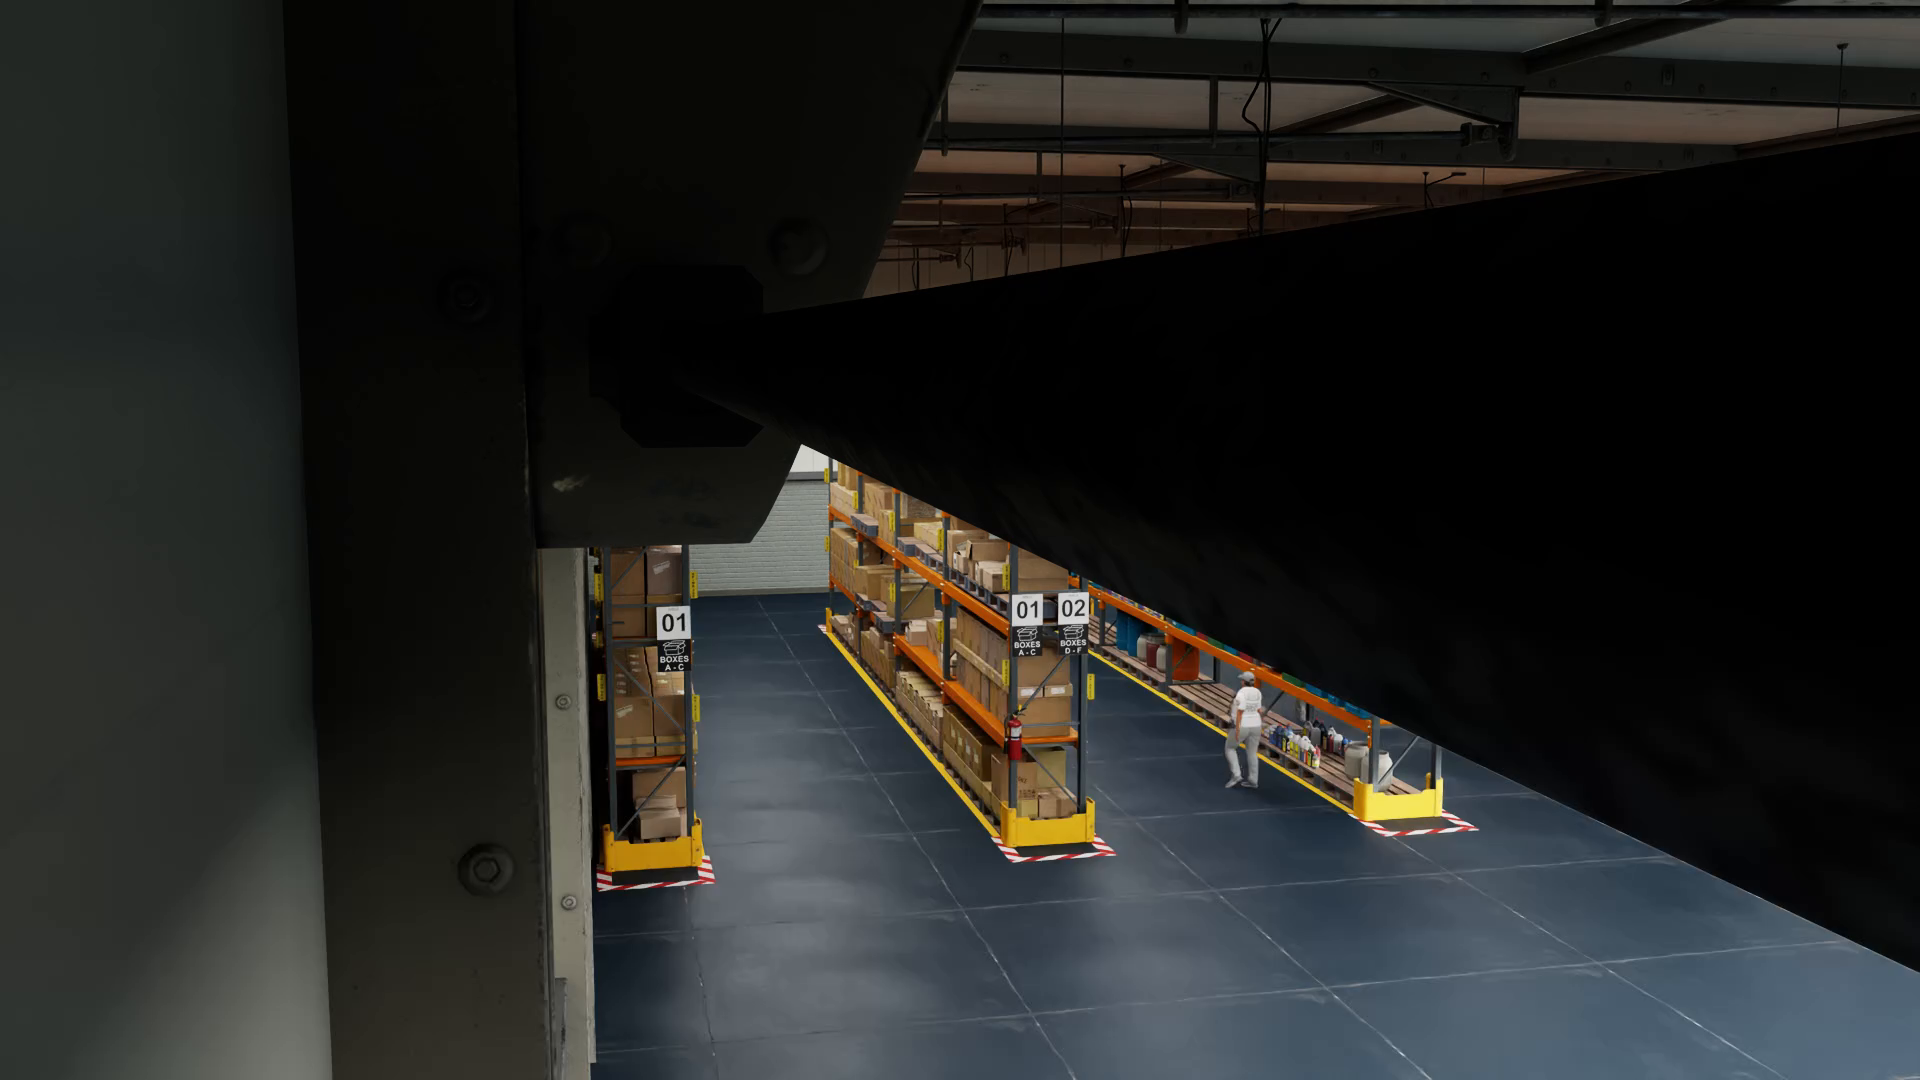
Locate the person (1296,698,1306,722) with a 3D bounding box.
[{"bbox_3d":[5.819,2.189,28.079,0.530,1.692,0.626,-1,7,-12],"label":"person"}]

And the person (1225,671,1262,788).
[{"bbox_3d":[4.059,2.705,23.688,0.554,1.689,0.479,-3,7,-21],"label":"person"}]
